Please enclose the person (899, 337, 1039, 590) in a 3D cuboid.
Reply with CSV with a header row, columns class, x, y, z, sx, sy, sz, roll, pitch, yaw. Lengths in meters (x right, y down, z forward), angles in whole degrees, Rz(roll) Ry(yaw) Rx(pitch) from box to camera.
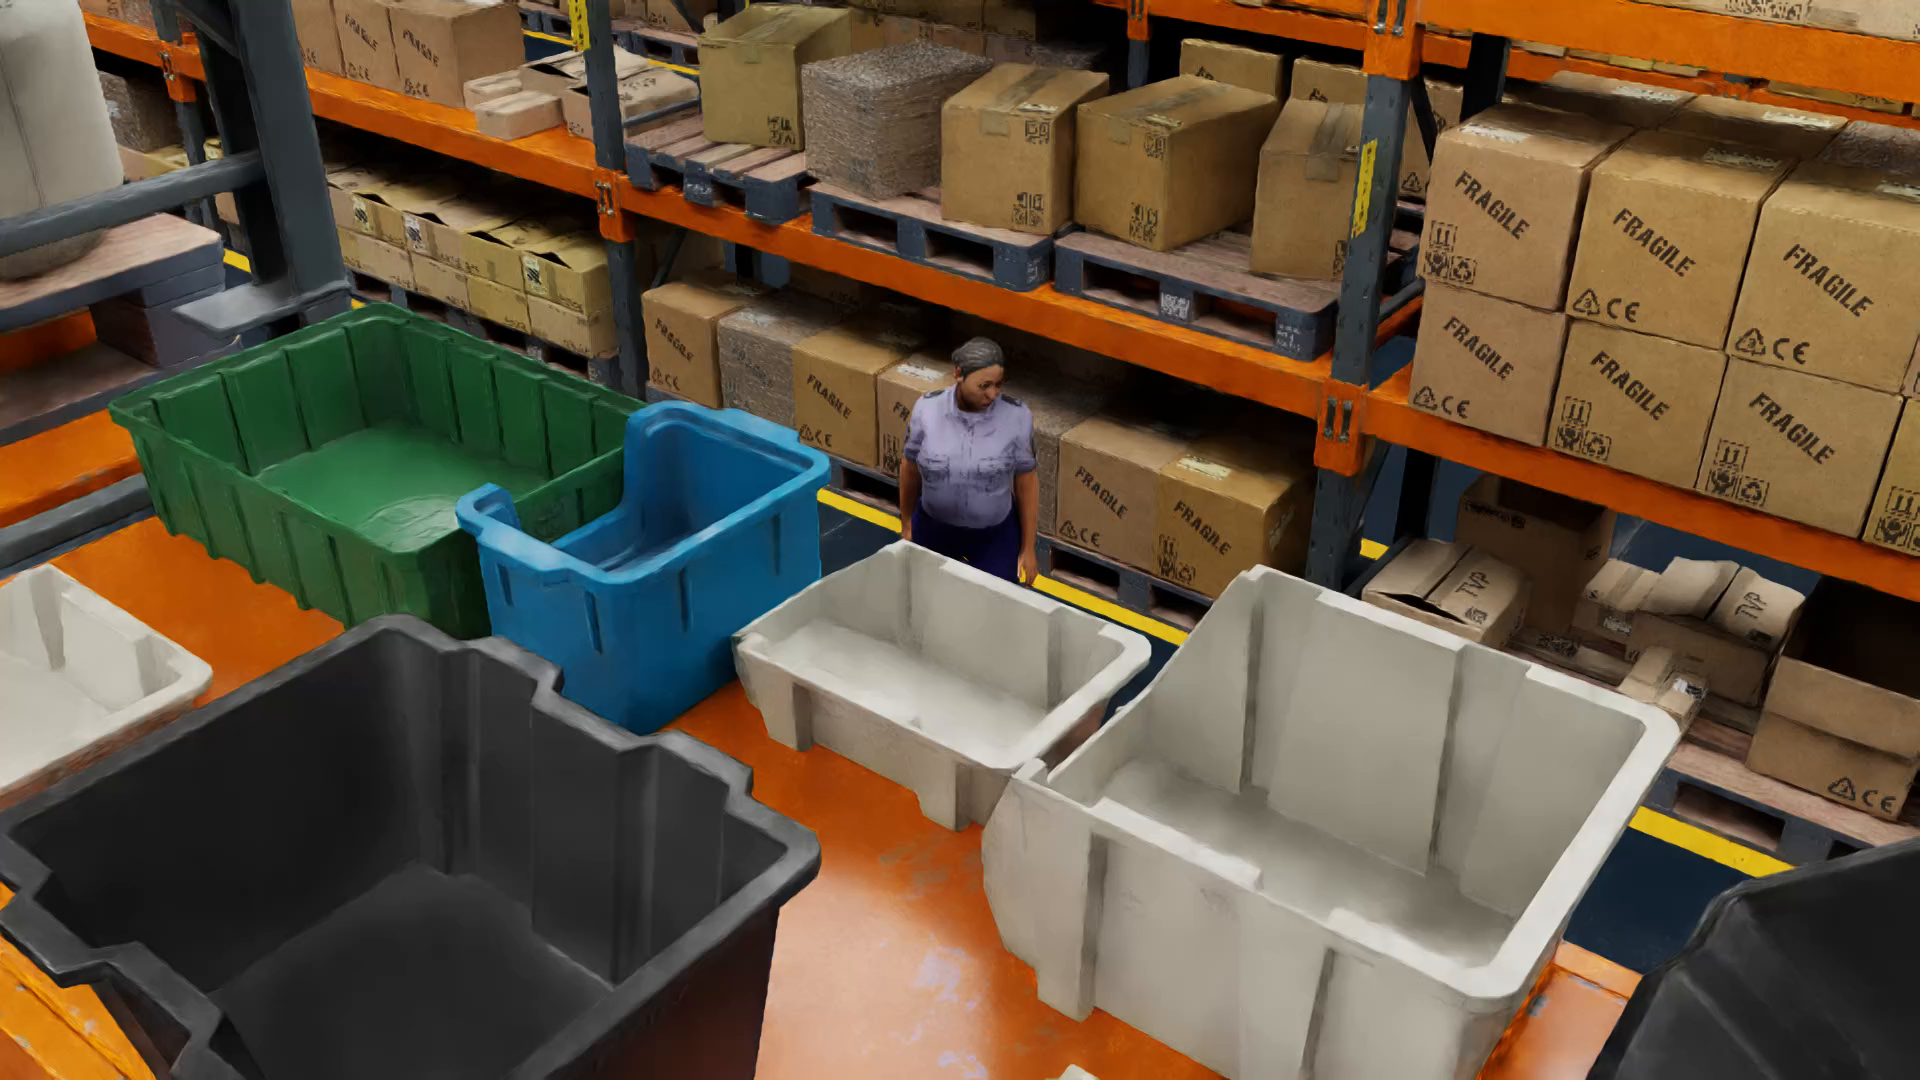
class,x,y,z,sx,sy,sz,roll,pitch,yaw
person,0.022,-0.024,6.174,0.577,1.626,0.461,7,32,11
